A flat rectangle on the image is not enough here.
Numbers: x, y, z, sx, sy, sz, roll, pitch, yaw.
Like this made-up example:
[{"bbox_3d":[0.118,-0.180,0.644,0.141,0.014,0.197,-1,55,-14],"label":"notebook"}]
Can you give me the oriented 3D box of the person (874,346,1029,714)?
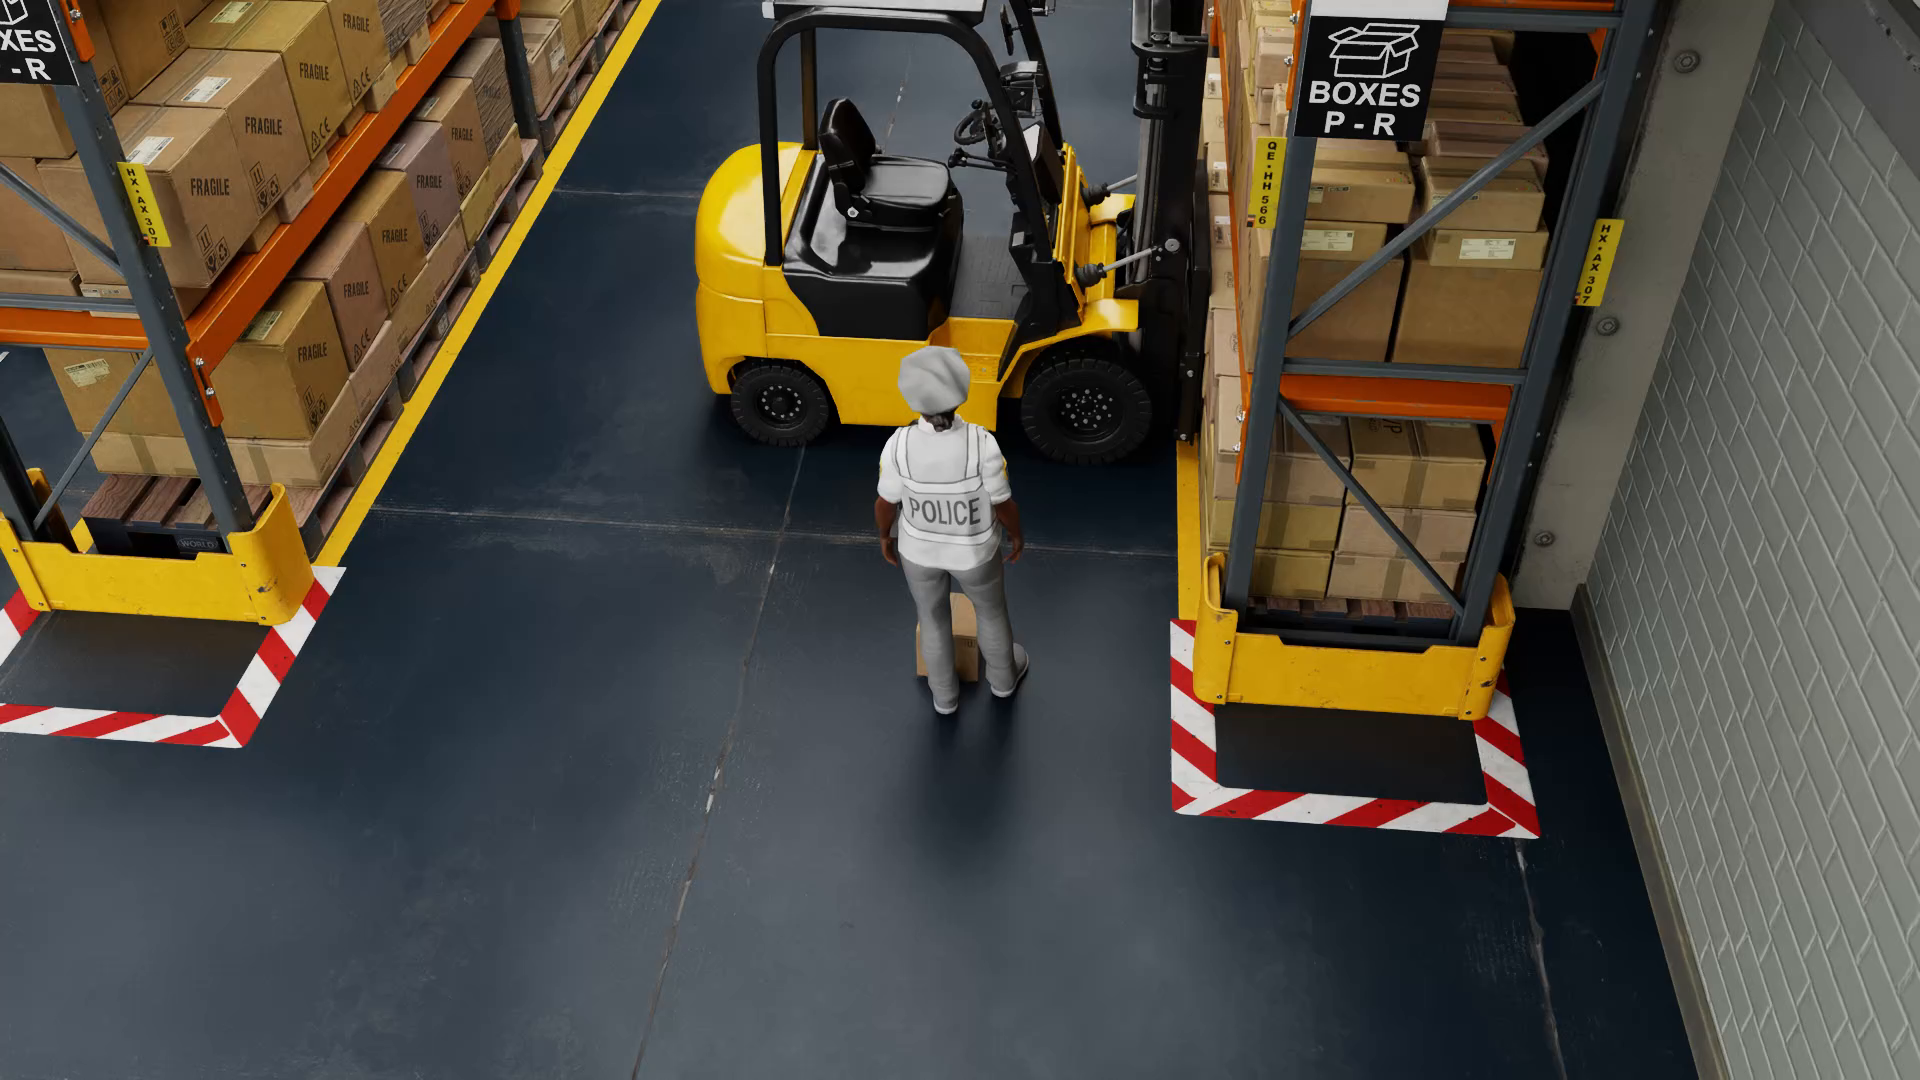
[{"bbox_3d":[-0.018,-0.032,6.157,0.568,1.690,0.527,3,40,4],"label":"person"}]
